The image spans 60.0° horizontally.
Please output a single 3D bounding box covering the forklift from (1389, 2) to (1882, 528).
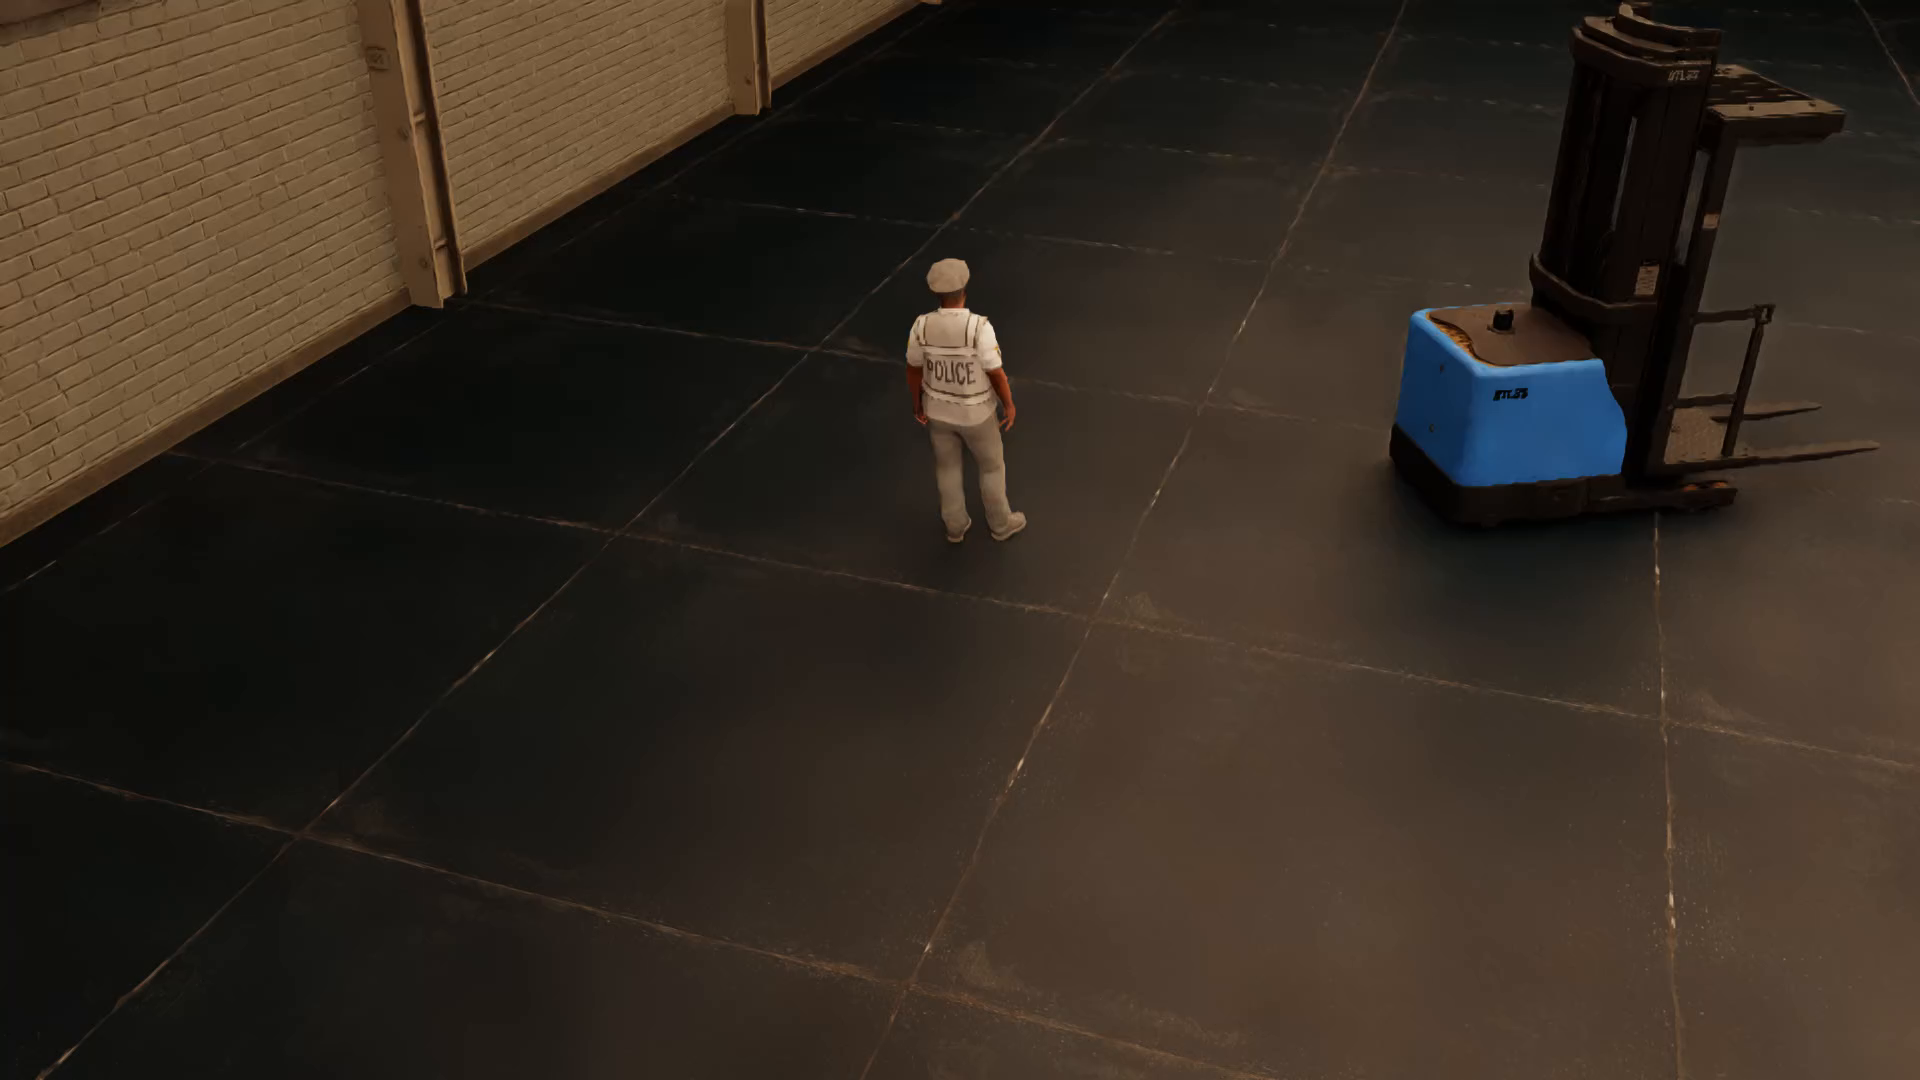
[{"bbox_3d":[4.389,-1.703,10.123,3.031,2.935,1.130,-6,30,-10],"label":"forklift"}]

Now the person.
[{"bbox_3d":[0.036,-0.816,9.711,0.640,1.781,0.574,10,31,16],"label":"person"}]
